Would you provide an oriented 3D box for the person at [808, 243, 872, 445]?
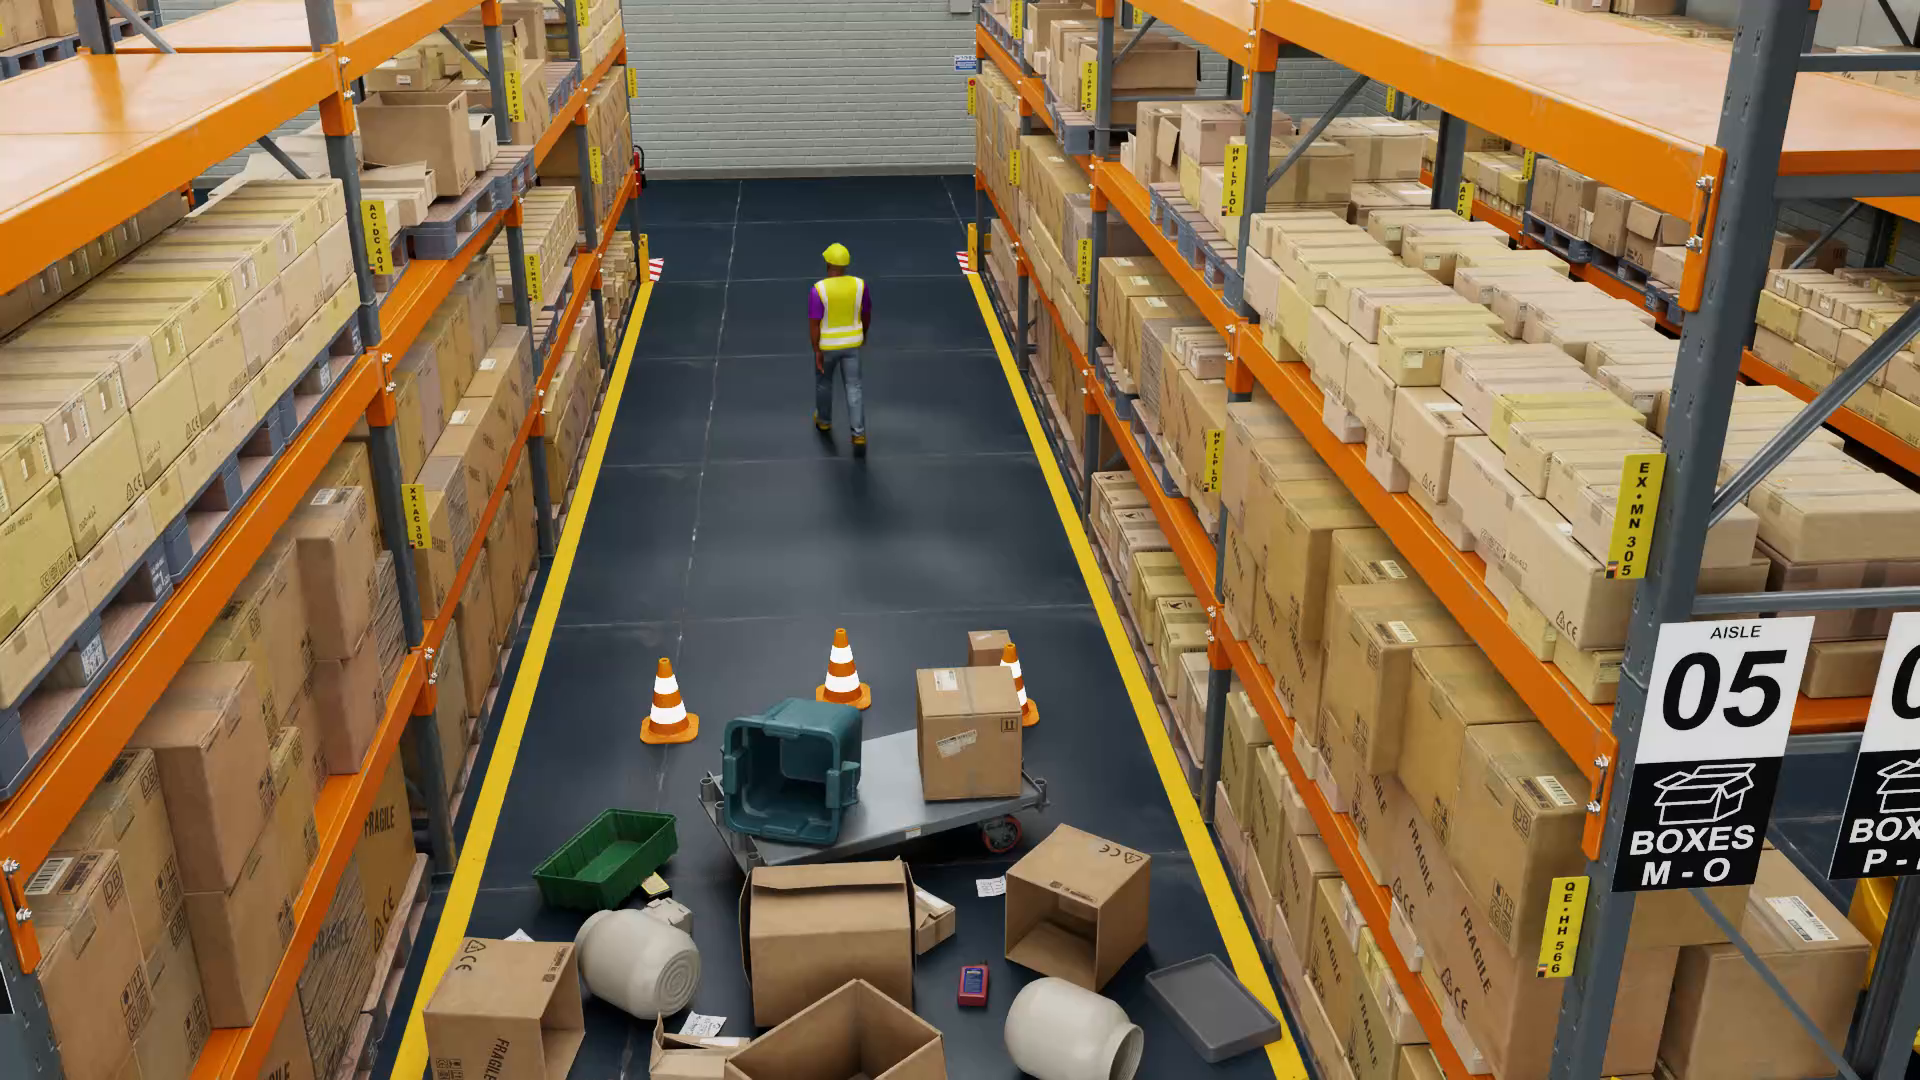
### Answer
[{"bbox_3d":[-1.031,-1.691,14.177,0.569,1.725,1.021,-6,24,-14],"label":"person"}]
